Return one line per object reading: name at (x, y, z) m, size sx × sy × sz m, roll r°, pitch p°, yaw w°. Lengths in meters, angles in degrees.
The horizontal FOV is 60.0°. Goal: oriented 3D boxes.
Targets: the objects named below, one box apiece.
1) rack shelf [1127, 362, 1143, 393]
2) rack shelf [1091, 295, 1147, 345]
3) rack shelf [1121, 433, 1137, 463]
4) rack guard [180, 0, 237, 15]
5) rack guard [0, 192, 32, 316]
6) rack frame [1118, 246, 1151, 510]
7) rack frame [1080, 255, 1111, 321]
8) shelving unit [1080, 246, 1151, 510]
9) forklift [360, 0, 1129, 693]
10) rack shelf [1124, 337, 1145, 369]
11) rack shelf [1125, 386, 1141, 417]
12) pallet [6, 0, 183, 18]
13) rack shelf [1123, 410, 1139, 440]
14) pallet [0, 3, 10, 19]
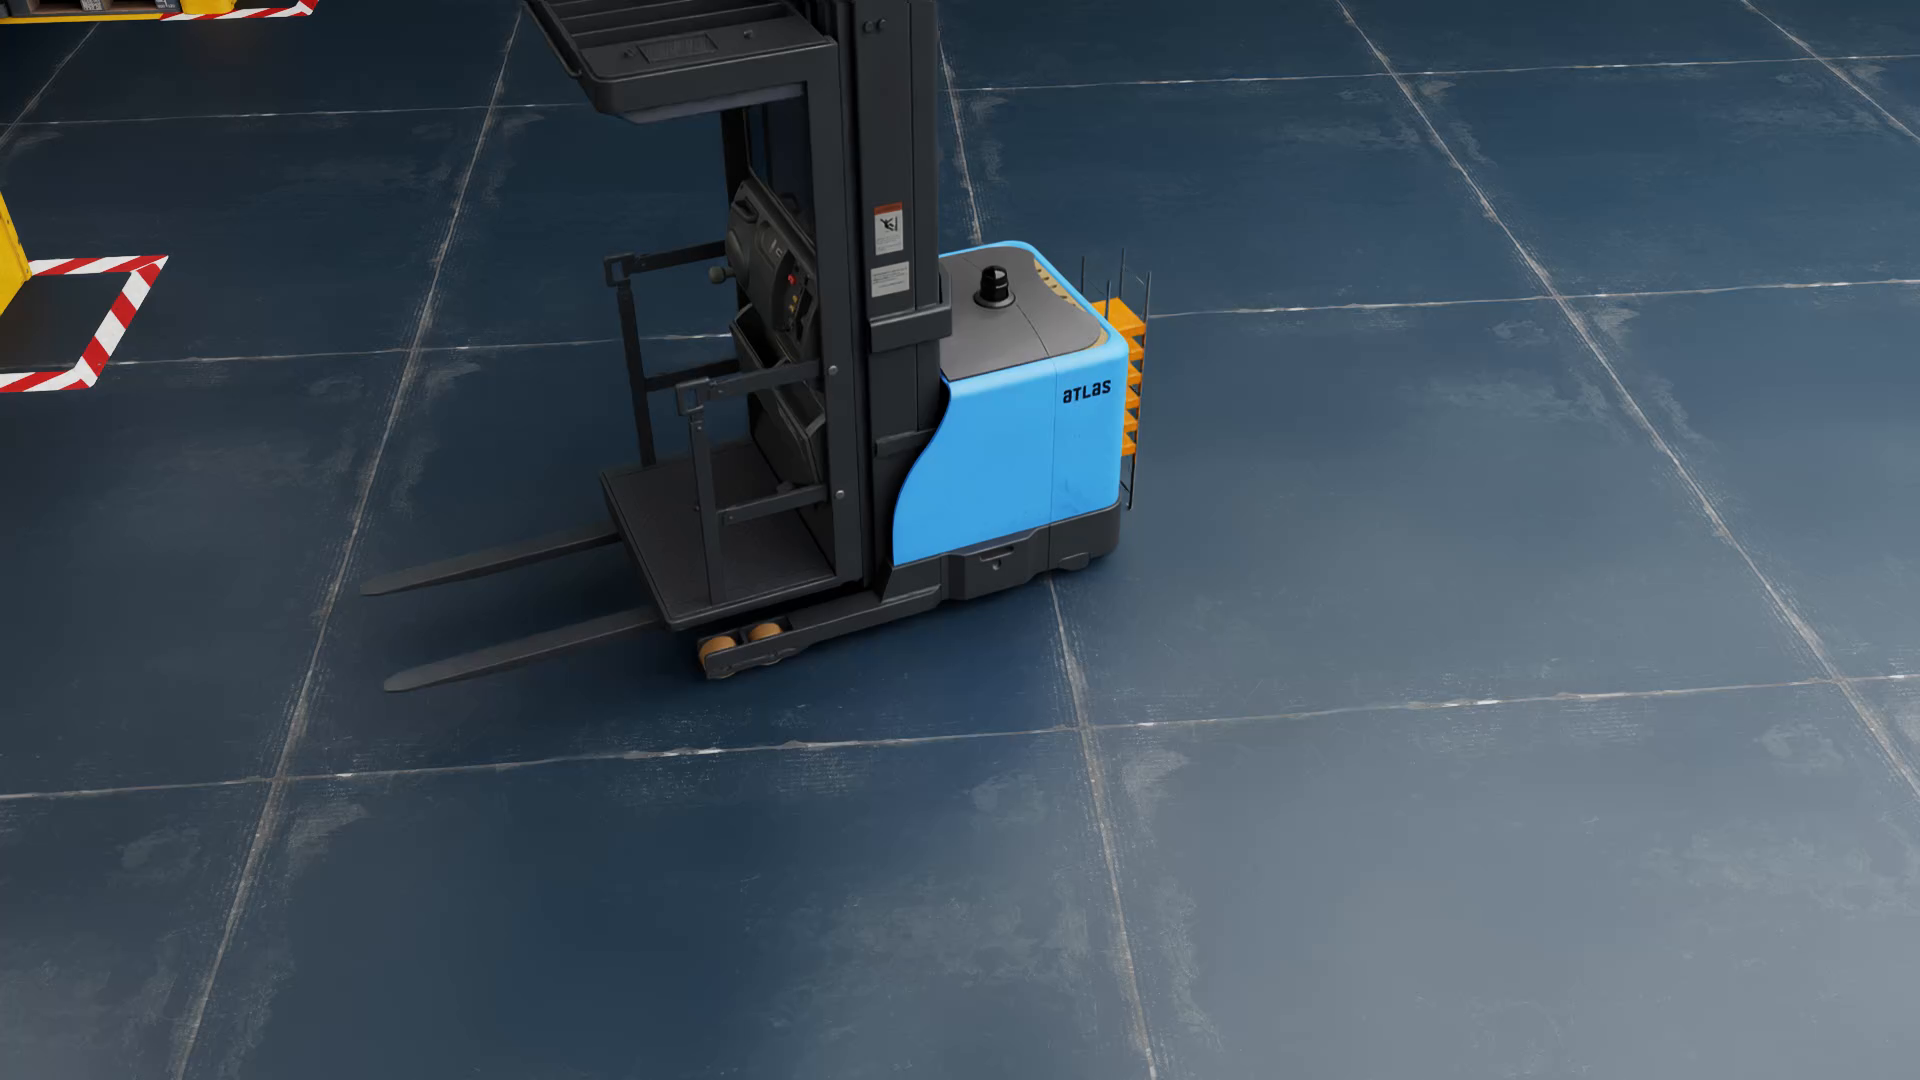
rack shelf at (0.633, -0.708, 7.056) m, size 0.180 × 0.103 × 0.258 m, roll -15°, pitch 41°, yaw -18°
rack shelf at (0.633, -0.896, 6.908) m, size 0.180 × 0.103 × 0.258 m, roll -15°, pitch 41°, yaw -18°
rack shelf at (0.633, -0.425, 7.279) m, size 0.180 × 0.103 × 0.258 m, roll -15°, pitch 41°, yaw -18°
rack guard at (-5.540, -4.380, 12.397) m, size 0.348 × 0.500 × 1.175 m, roll -3°, pitch 38°, yaw -4°
rack guard at (-5.196, -1.312, 8.509) m, size 0.348 × 0.500 × 1.175 m, roll -3°, pitch 38°, yaw -4°
rack frame at (0.716, -0.671, 7.132) m, size 0.006 × 1.200 × 0.240 m, roll -15°, pitch 41°, yaw -18°
rack frame at (0.549, -0.626, 7.074) m, size 0.006 × 1.200 × 0.240 m, roll -15°, pitch 41°, yaw -18°
shelving unit at (0.633, -0.648, 7.103) m, size 0.189 × 1.200 × 0.258 m, roll -15°, pitch 41°, yaw -18°
forklift at (-0.884, -0.979, 6.124) m, size 3.031 × 2.935 × 1.130 m, roll -15°, pitch 41°, yaw -18°
rack shelf at (0.633, -0.802, 6.982) m, size 0.180 × 0.103 × 0.258 m, roll -15°, pitch 41°, yaw -18°
rack shelf at (0.633, -0.614, 7.131) m, size 0.180 × 0.103 × 0.258 m, roll -15°, pitch 41°, yaw -18°
pallet at (-6.322, -4.197, 12.399) m, size 1.213 × 0.211 × 1.003 m, roll -3°, pitch 38°, yaw -4°
rack shelf at (0.633, -0.519, 7.205) m, size 0.180 × 0.103 × 0.258 m, roll -15°, pitch 41°, yaw -18°
pallet at (-7.534, -4.132, 12.317) m, size 1.213 × 0.211 × 1.003 m, roll -3°, pitch 38°, yaw -4°
